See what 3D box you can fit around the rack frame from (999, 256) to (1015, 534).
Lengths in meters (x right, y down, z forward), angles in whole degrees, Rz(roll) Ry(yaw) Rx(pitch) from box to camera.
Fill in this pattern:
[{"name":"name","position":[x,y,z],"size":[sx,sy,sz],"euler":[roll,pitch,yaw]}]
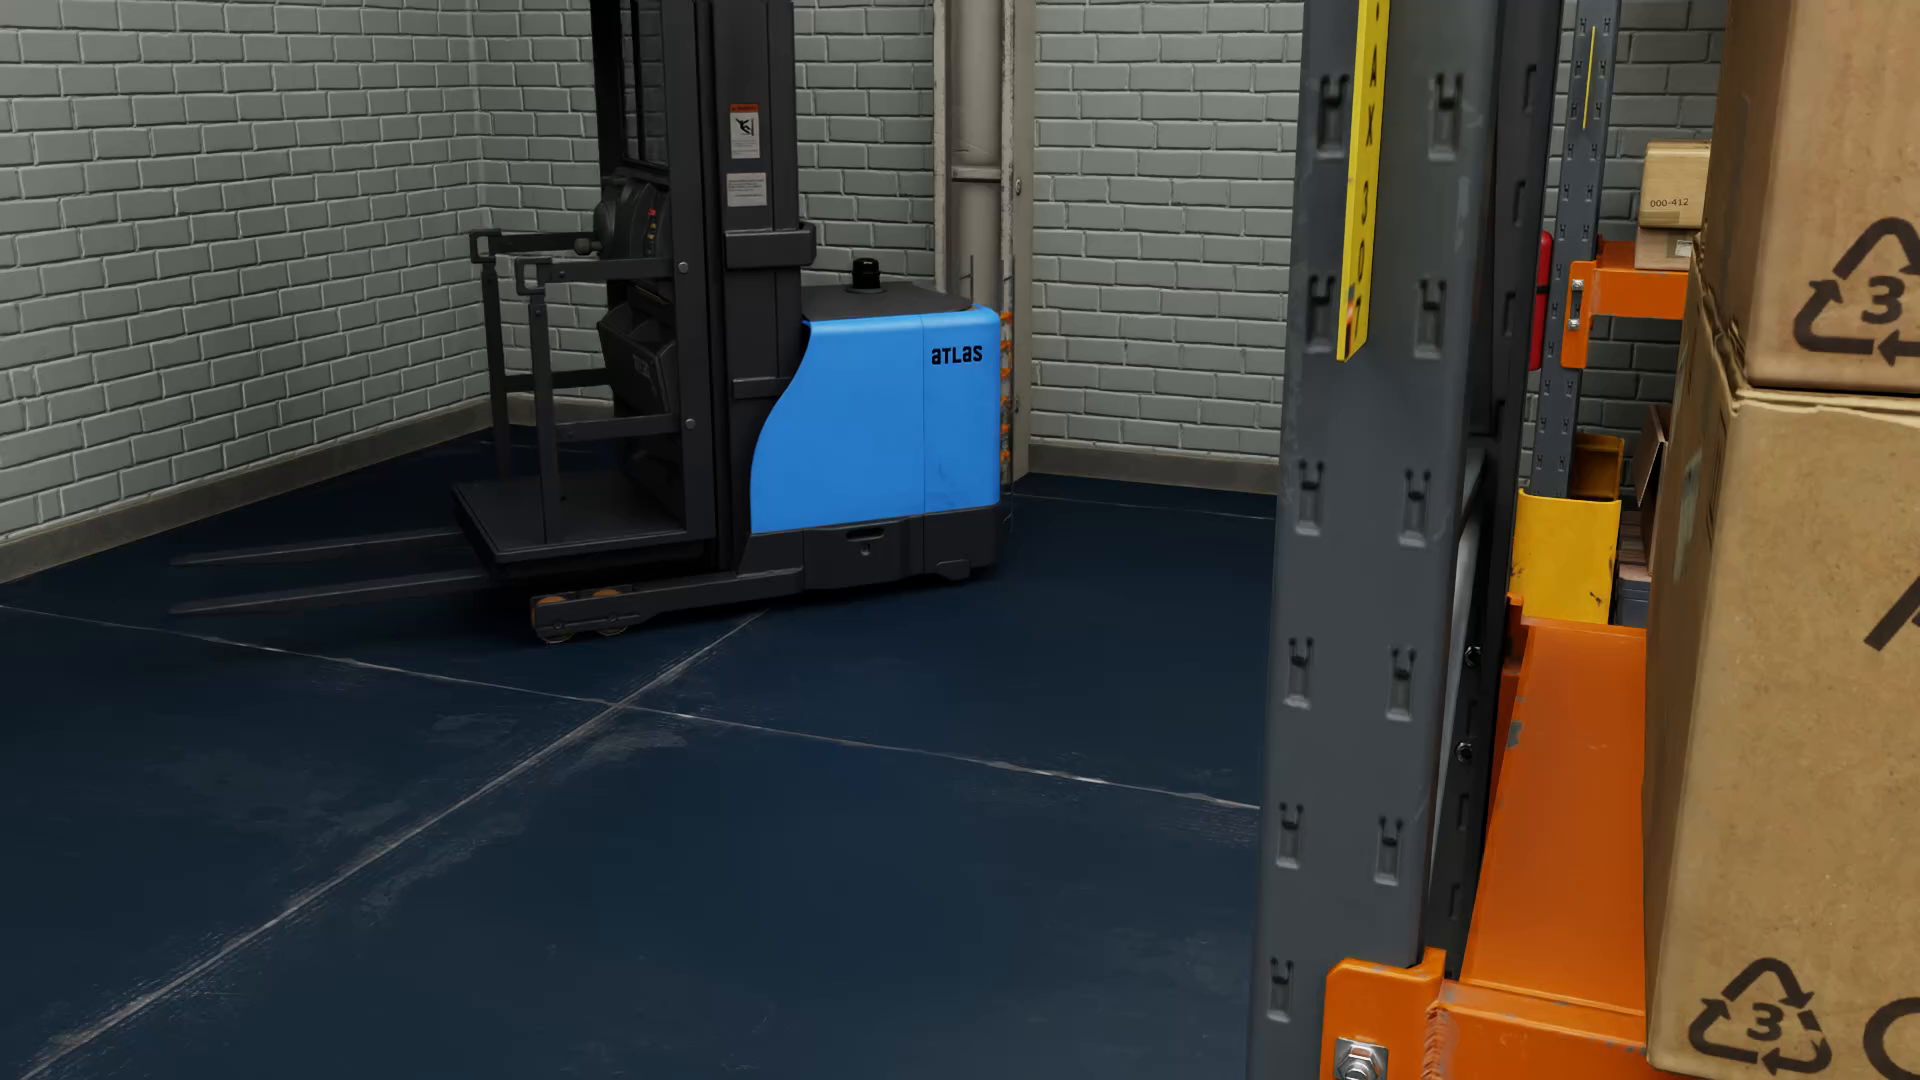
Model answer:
[{"name":"rack frame","position":[0.195,-0.583,7.031],"size":[0.006,1.200,0.240],"euler":[5,17,16]}]

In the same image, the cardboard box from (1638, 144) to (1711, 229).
[{"name":"cardboard box","position":[2.614,-1.215,5.714],"size":[0.500,0.250,0.500],"euler":[6,17,21]}]

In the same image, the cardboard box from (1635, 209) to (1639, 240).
[{"name":"cardboard box","position":[2.698,-1.176,6.293],"size":[0.250,0.149,0.380],"euler":[6,17,20]}]

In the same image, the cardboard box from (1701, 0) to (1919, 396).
[{"name":"cardboard box","position":[0.815,-0.378,1.123],"size":[0.500,0.500,0.500],"euler":[6,17,19]}]

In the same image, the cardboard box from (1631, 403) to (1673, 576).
[{"name":"cardboard box","position":[2.825,-0.176,6.125],"size":[0.637,0.503,0.797],"euler":[6,17,18]}]

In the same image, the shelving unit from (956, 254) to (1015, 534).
[{"name":"shelving unit","position":[0.108,-0.591,7.056],"size":[0.189,1.200,0.258],"euler":[5,17,16]}]

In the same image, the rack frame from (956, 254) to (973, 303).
[{"name":"rack frame","position":[0.020,-0.598,7.081],"size":[0.006,1.200,0.240],"euler":[5,17,16]}]

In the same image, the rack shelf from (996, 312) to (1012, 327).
[{"name":"rack shelf","position":[0.108,-0.894,6.968],"size":[0.180,0.103,0.258],"euler":[5,17,16]}]

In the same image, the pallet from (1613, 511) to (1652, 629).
[{"name":"pallet","position":[3.104,0.168,6.217],"size":[1.213,0.211,1.003],"euler":[6,17,21]}]

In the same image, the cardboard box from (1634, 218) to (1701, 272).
[{"name":"cardboard box","position":[2.496,-1.035,5.810],"size":[0.250,0.149,0.380],"euler":[6,17,20]}]

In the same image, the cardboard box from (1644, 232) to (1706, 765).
[{"name":"cardboard box","position":[1.019,-0.040,1.752],"size":[0.500,0.500,0.500],"euler":[6,17,21]}]

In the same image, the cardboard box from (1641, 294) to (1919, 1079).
[{"name":"cardboard box","position":[0.814,0.103,1.260],"size":[0.500,0.500,0.500],"euler":[6,17,20]}]

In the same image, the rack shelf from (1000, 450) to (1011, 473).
[{"name":"rack shelf","position":[0.108,-0.317,7.135],"size":[0.180,0.103,0.258],"euler":[5,17,16]}]

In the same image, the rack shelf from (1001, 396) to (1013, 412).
[{"name":"rack shelf","position":[0.108,-0.548,7.068],"size":[0.180,0.103,0.258],"euler":[5,17,16]}]

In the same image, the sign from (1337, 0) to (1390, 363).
[{"name":"sign","position":[0.264,-0.283,1.074],"size":[0.005,0.325,0.100],"euler":[6,17,21]}]

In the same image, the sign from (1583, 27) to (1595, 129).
[{"name":"sign","position":[2.092,-1.536,5.530],"size":[0.005,0.325,0.100],"euler":[6,17,21]}]

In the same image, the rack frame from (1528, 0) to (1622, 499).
[{"name":"rack frame","position":[2.291,-1.261,6.135],"size":[0.127,3.000,1.000],"euler":[6,17,21]}]

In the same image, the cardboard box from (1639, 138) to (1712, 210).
[{"name":"cardboard box","position":[2.816,-1.353,6.190],"size":[0.500,0.250,0.500],"euler":[7,18,22]}]

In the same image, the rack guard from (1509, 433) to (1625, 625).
[{"name":"rack guard","position":[2.362,-0.052,6.457],"size":[0.348,0.500,1.175],"euler":[6,17,21]}]

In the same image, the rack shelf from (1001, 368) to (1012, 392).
[{"name":"rack shelf","position":[0.108,-0.663,7.035],"size":[0.180,0.103,0.258],"euler":[5,17,16]}]

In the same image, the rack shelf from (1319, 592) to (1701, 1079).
[{"name":"rack shelf","position":[2.334,0.577,1.095],"size":[4.000,0.370,1.077],"euler":[6,17,21]}]

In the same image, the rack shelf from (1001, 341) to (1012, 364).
[{"name":"rack shelf","position":[0.108,-0.778,7.001],"size":[0.180,0.103,0.258],"euler":[5,17,16]}]

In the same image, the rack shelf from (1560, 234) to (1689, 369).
[{"name":"rack shelf","position":[4.152,-0.710,5.531],"size":[4.000,0.370,1.077],"euler":[6,17,21]}]

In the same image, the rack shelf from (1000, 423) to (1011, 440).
[{"name":"rack shelf","position":[0.108,-0.433,7.102],"size":[0.180,0.103,0.258],"euler":[5,17,16]}]

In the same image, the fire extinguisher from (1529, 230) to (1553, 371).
[{"name":"fire extinguisher","position":[1.985,-0.939,5.837],"size":[0.183,0.674,0.296],"euler":[6,17,21]}]

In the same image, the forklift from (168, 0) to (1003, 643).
[{"name":"forklift","position":[-1.390,-1.208,6.076],"size":[3.031,2.935,1.130],"euler":[-7,18,-23]}]

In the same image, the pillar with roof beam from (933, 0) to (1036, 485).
[{"name":"pillar with roof beam","position":[-1.466,-3.535,3.208],"size":[0.400,9.000,9.100],"euler":[6,17,21]}]

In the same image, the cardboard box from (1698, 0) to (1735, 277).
[{"name":"cardboard box","position":[1.009,-0.513,1.589],"size":[0.500,0.500,0.500],"euler":[7,18,22]}]
